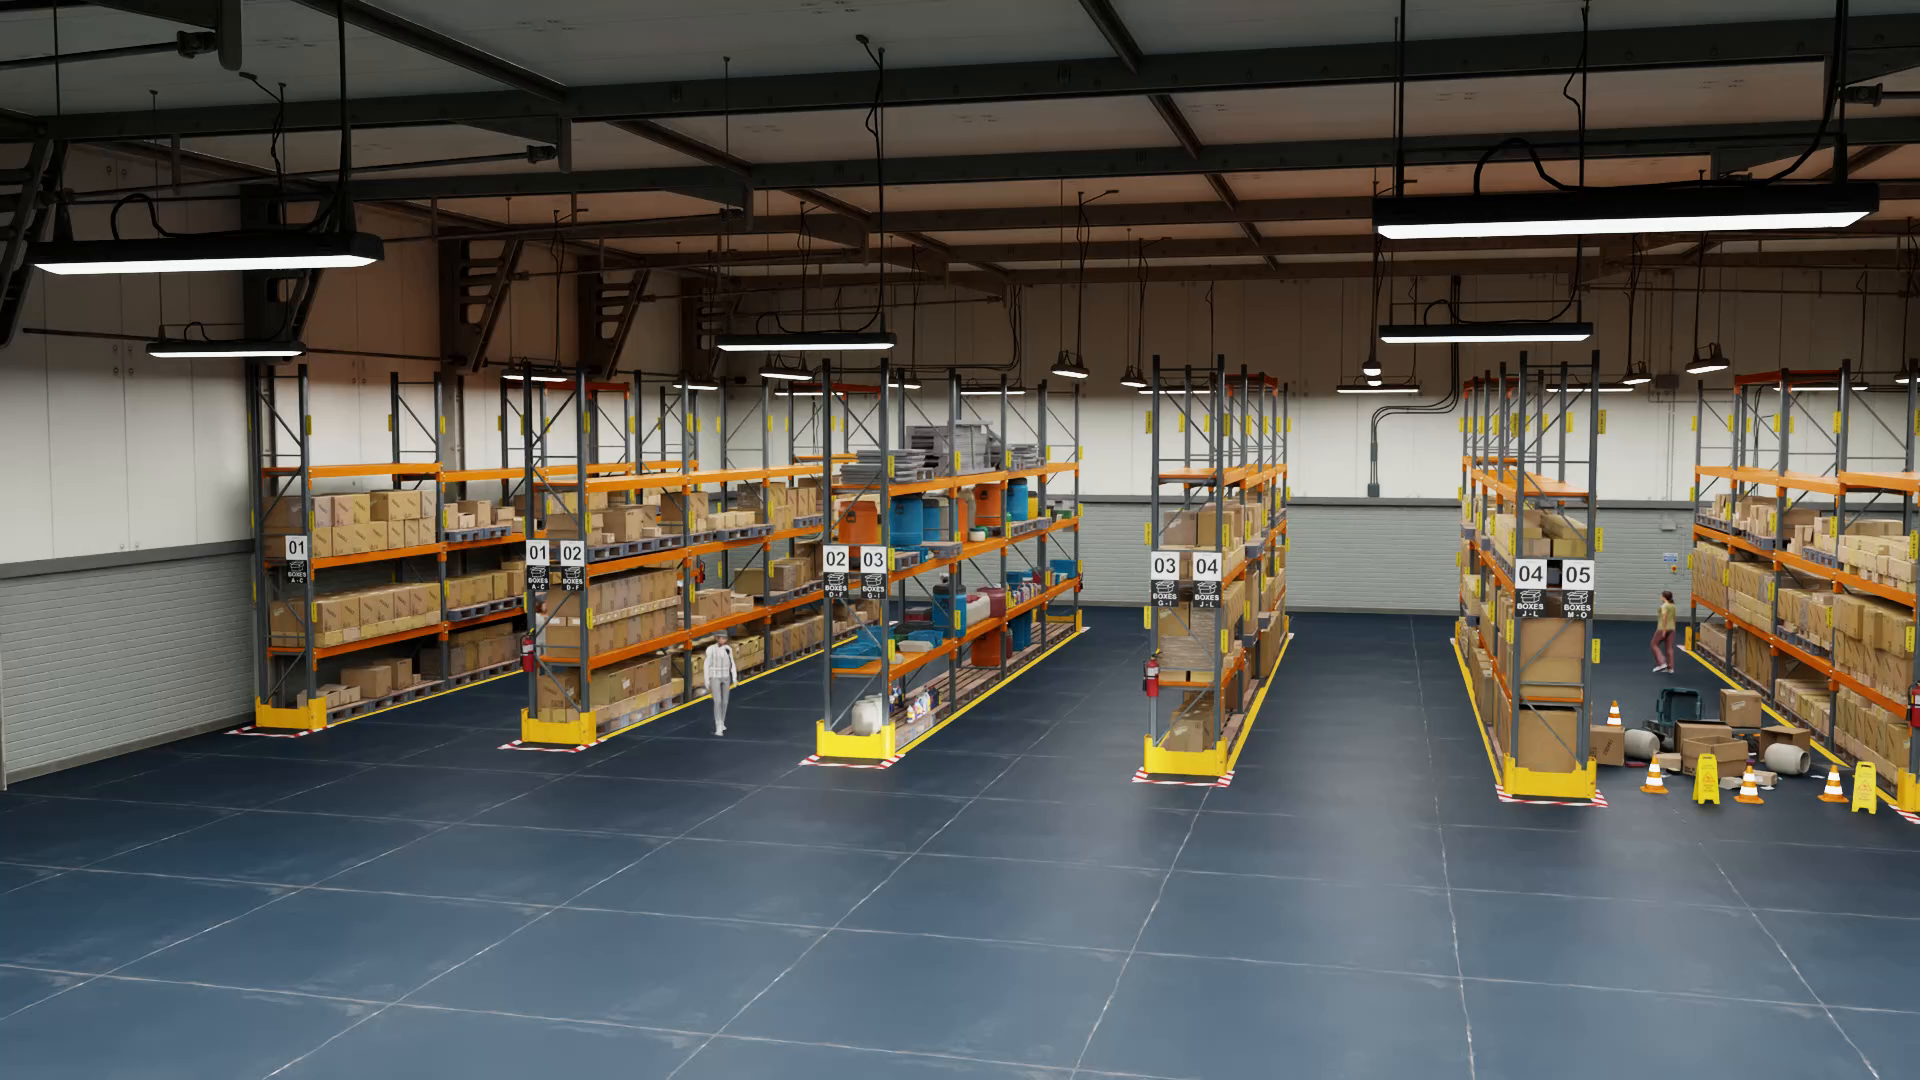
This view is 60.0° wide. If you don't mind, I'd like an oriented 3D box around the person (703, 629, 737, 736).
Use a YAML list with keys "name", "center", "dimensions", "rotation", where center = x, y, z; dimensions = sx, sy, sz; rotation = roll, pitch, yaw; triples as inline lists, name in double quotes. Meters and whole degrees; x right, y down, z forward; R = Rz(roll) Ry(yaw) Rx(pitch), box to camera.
- name: "person"
  center: [-3.878, 2.324, 27.133]
  dimensions: [0.510, 1.719, 0.569]
  rotation: [-2, 5, -31]

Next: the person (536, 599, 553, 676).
- name: "person"
  center: [-7.974, 1.987, 31.835]
  dimensions: [0.465, 1.657, 0.738]
  rotation: [-1, 4, -13]

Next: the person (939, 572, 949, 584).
- name: "person"
  center: [-0.357, 1.600, 37.531]
  dimensions: [0.526, 1.736, 0.364]
  rotation: [-3, 5, -33]

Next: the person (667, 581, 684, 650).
- name: "person"
  center: [-5.932, 1.721, 34.986]
  dimensions: [0.675, 1.711, 1.081]
  rotation: [1, 4, 11]

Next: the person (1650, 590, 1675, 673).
- name: "person"
  center: [14.280, 1.847, 33.574]
  dimensions: [0.447, 1.656, 0.504]
  rotation: [-1, 4, -18]
